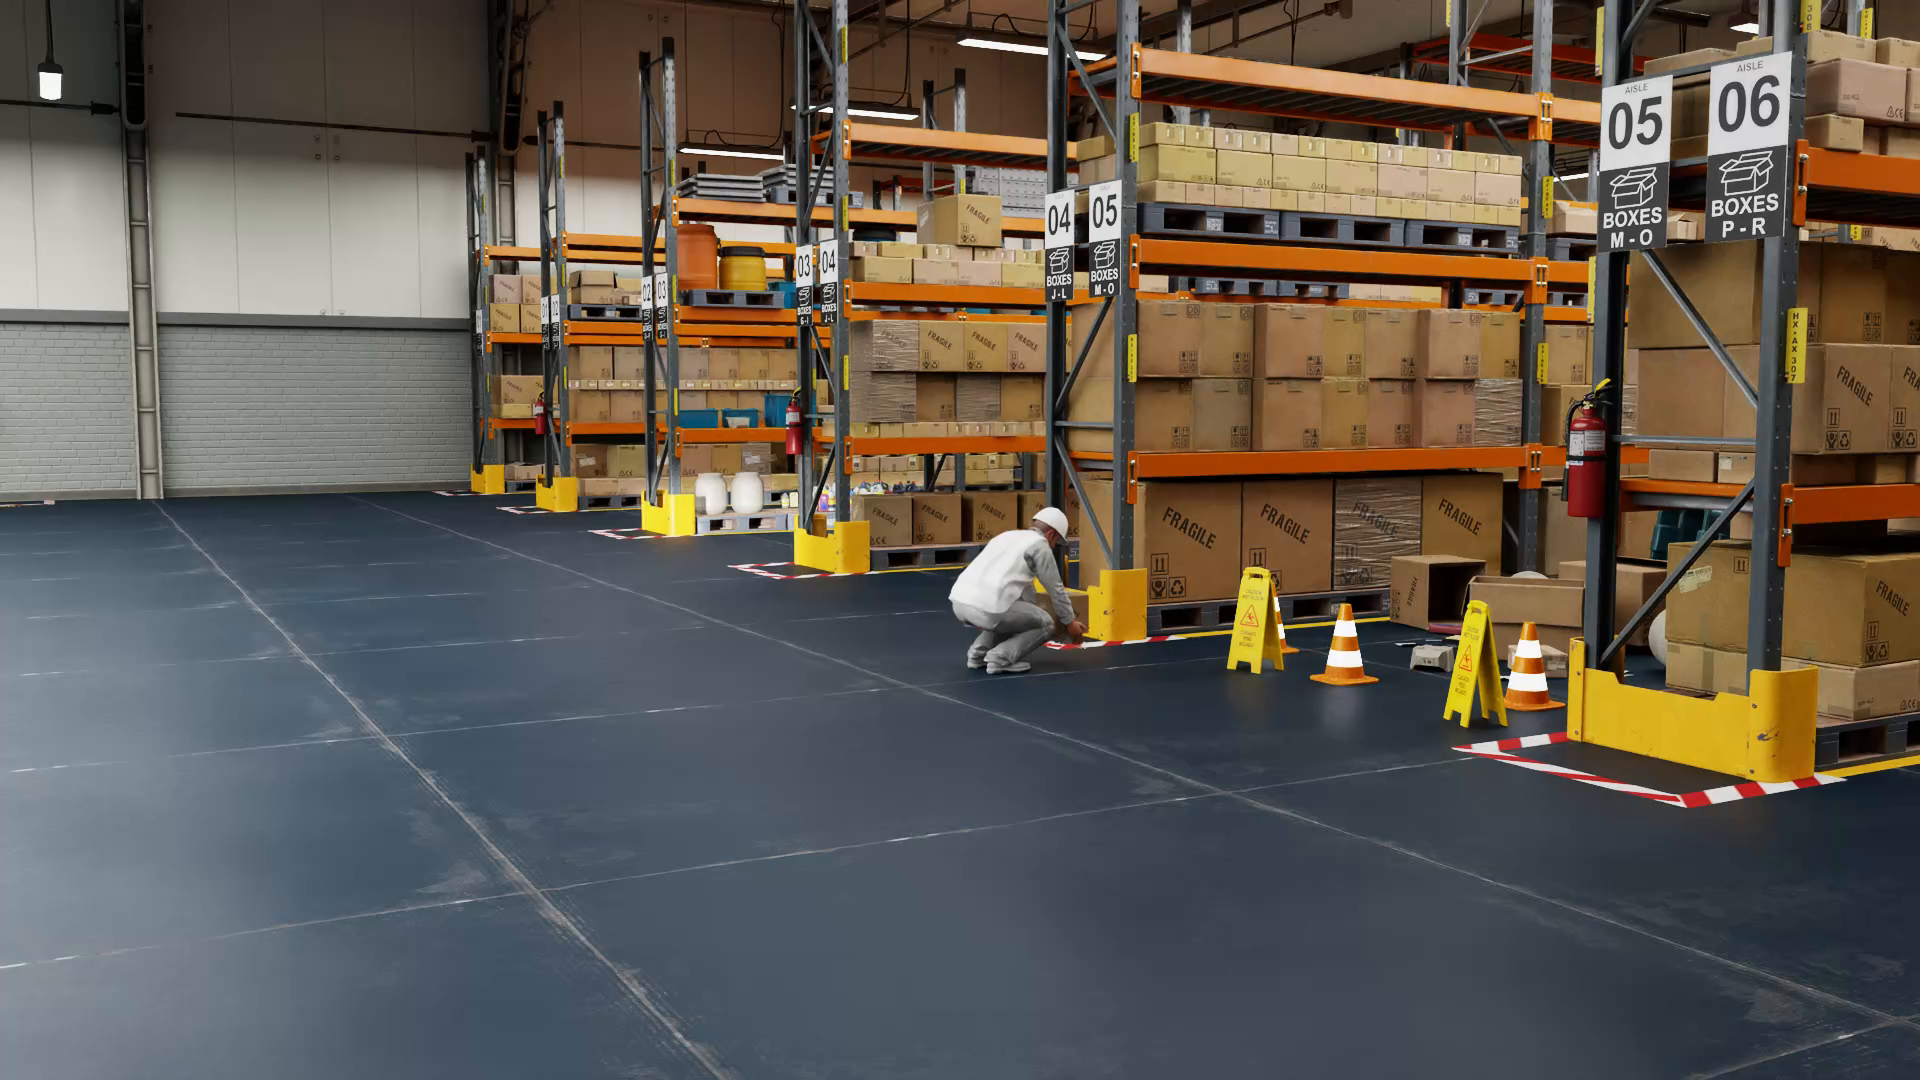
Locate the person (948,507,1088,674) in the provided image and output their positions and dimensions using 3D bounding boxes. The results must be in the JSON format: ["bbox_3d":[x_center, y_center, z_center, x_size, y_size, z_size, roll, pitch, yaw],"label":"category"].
[{"bbox_3d":[0.360,0.313,10.497,0.881,1.008,0.524,-3,6,-30],"label":"person"}]
